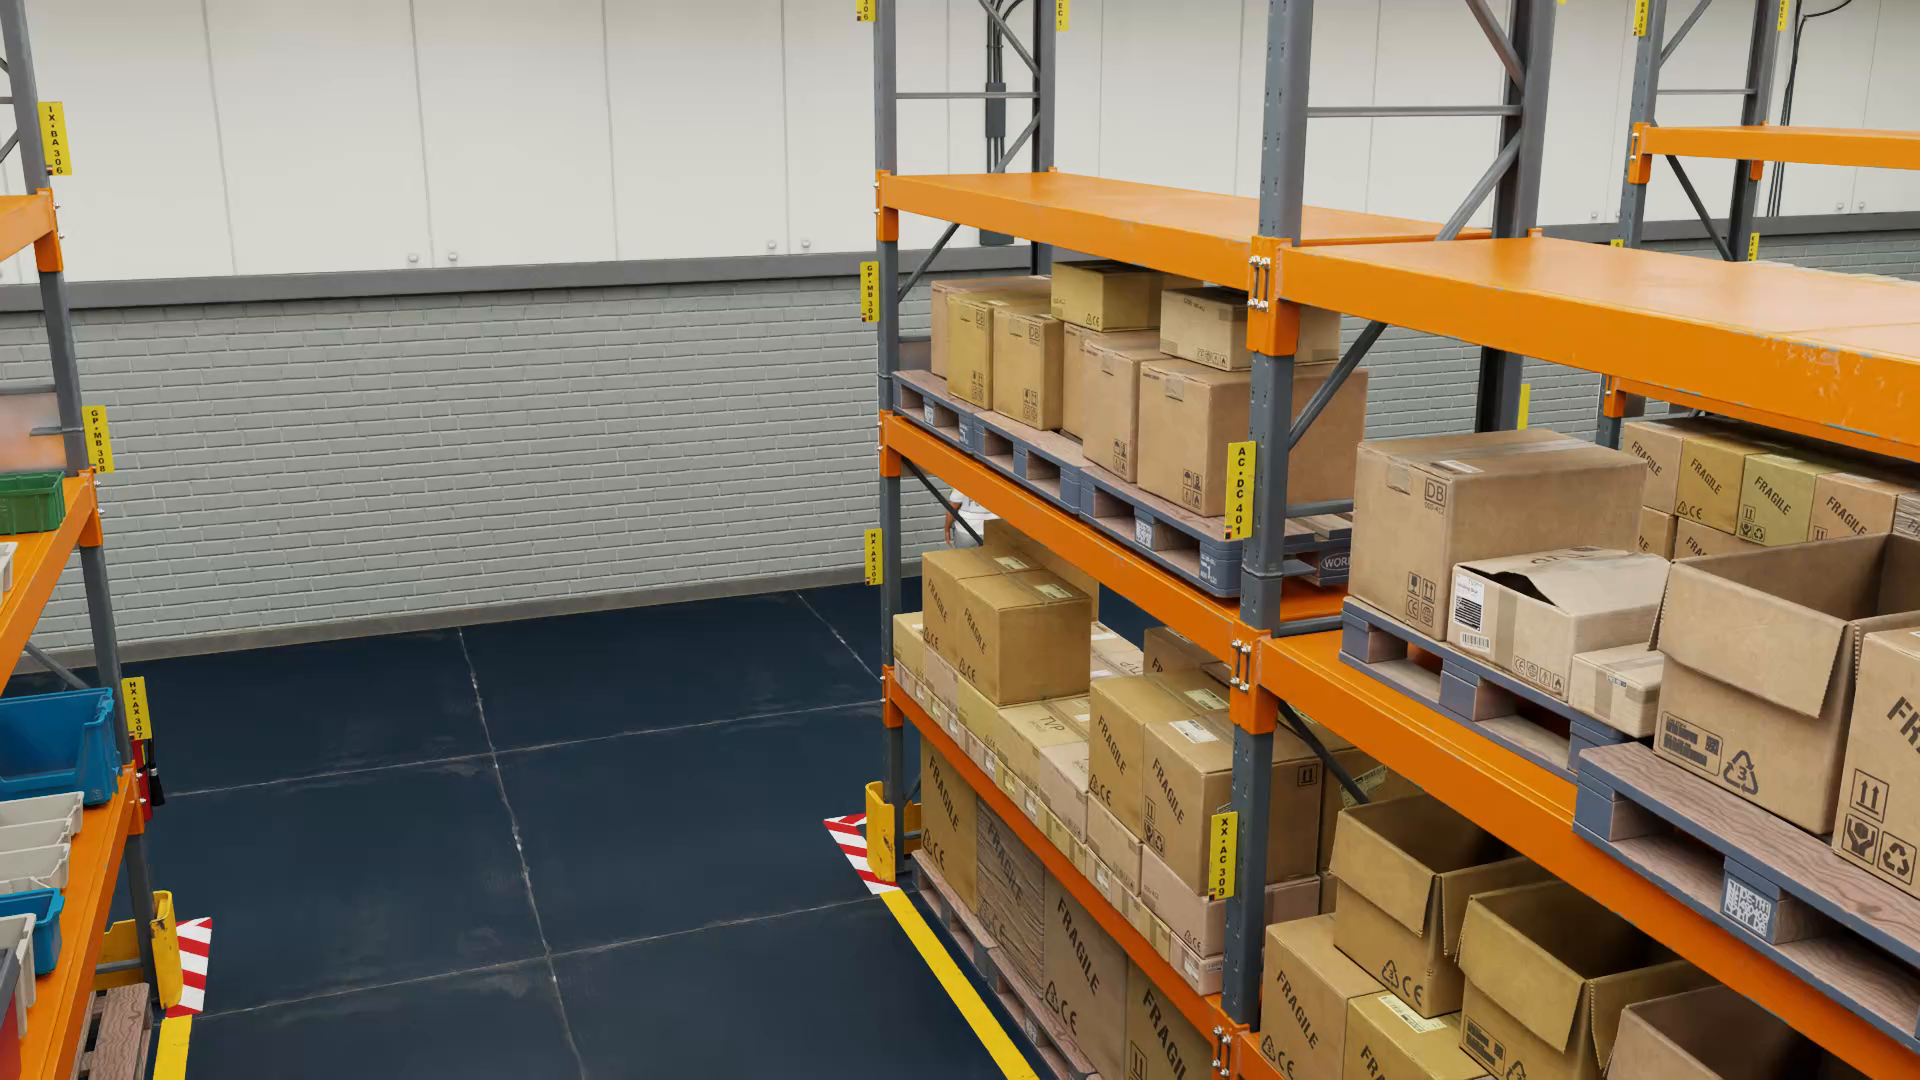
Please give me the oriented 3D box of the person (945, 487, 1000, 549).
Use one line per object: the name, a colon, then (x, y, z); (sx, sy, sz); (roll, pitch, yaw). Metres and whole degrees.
person: (0.129, -0.104, 14.349); (0.599, 1.671, 0.529); (-6, 17, -20)
